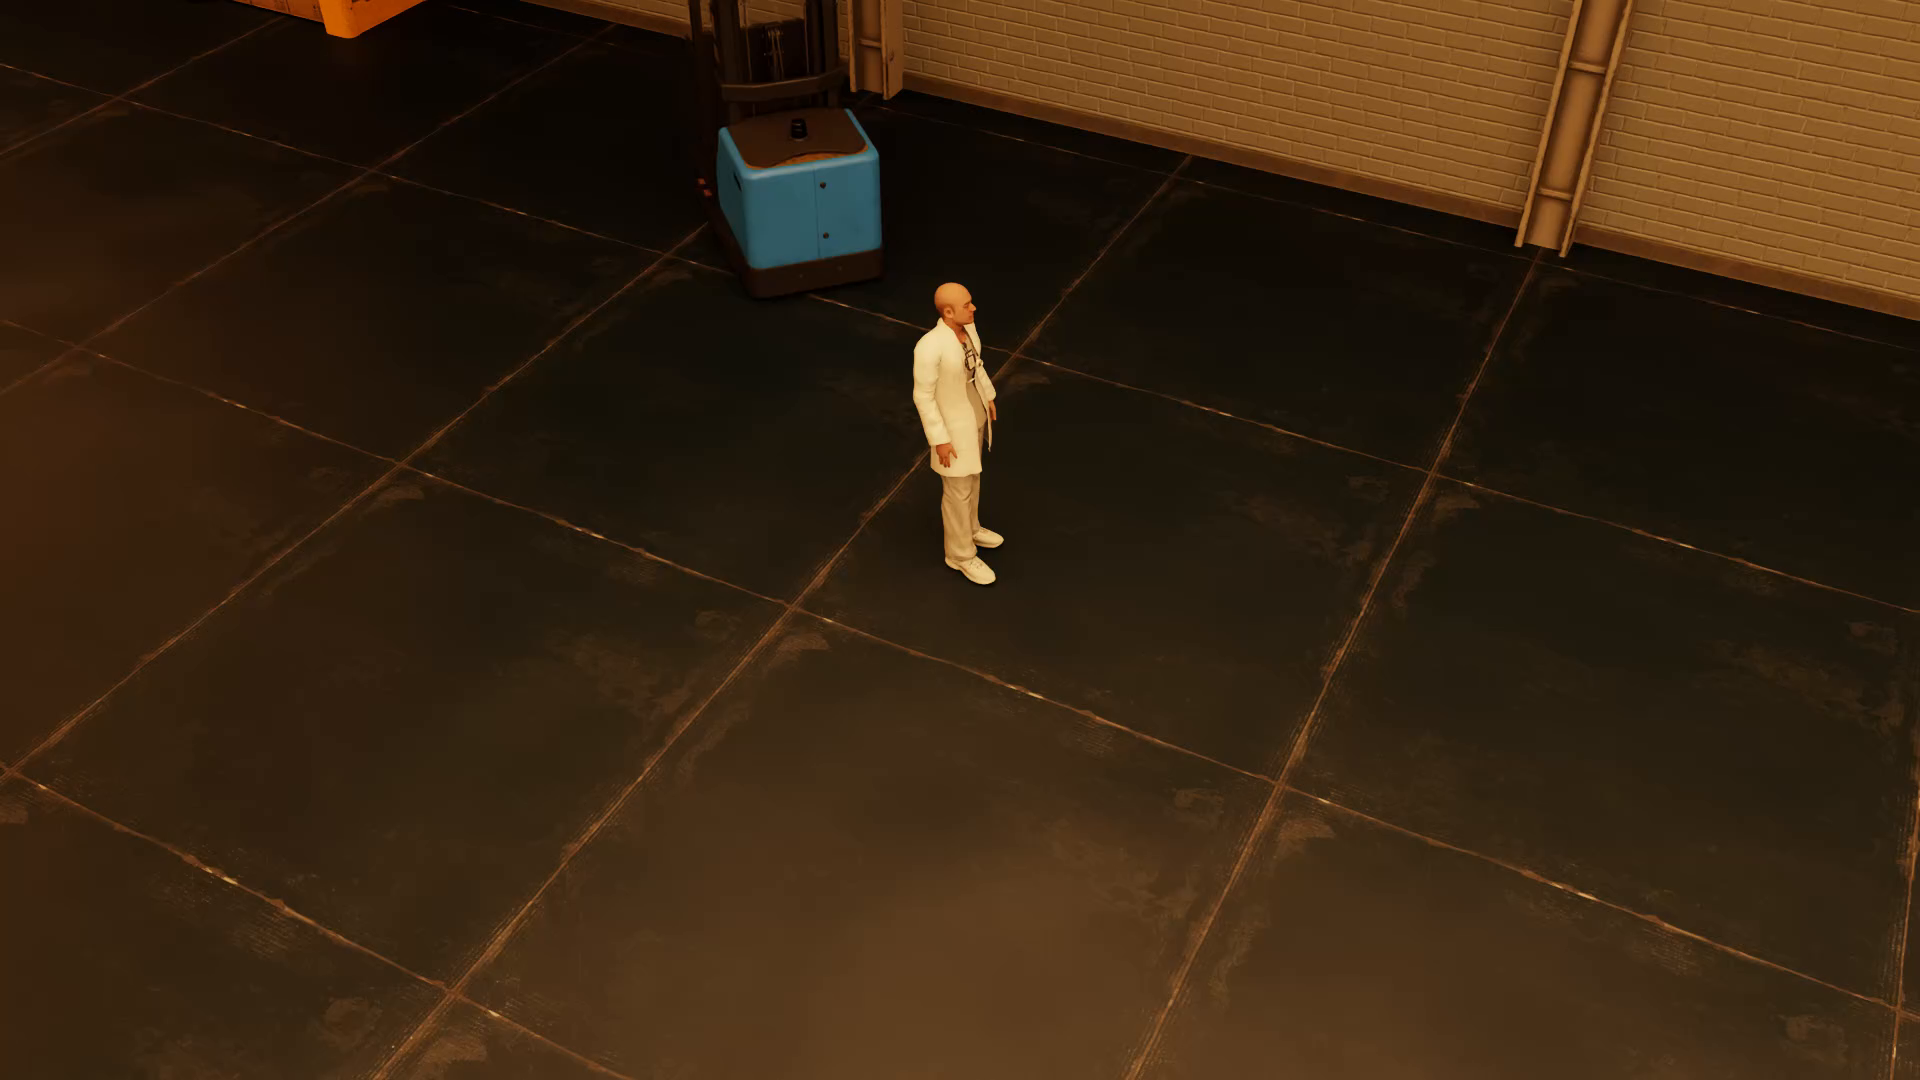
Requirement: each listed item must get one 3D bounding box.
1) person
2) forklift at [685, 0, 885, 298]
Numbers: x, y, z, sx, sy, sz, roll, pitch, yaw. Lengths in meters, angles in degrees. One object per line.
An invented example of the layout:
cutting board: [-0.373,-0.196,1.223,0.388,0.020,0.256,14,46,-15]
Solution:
person: [0.078,-0.656,9.650,0.581,1.775,0.696,18,43,21]
forklift: [-1.526,-3.864,12.574,1.130,2.935,3.031,-13,42,-15]
